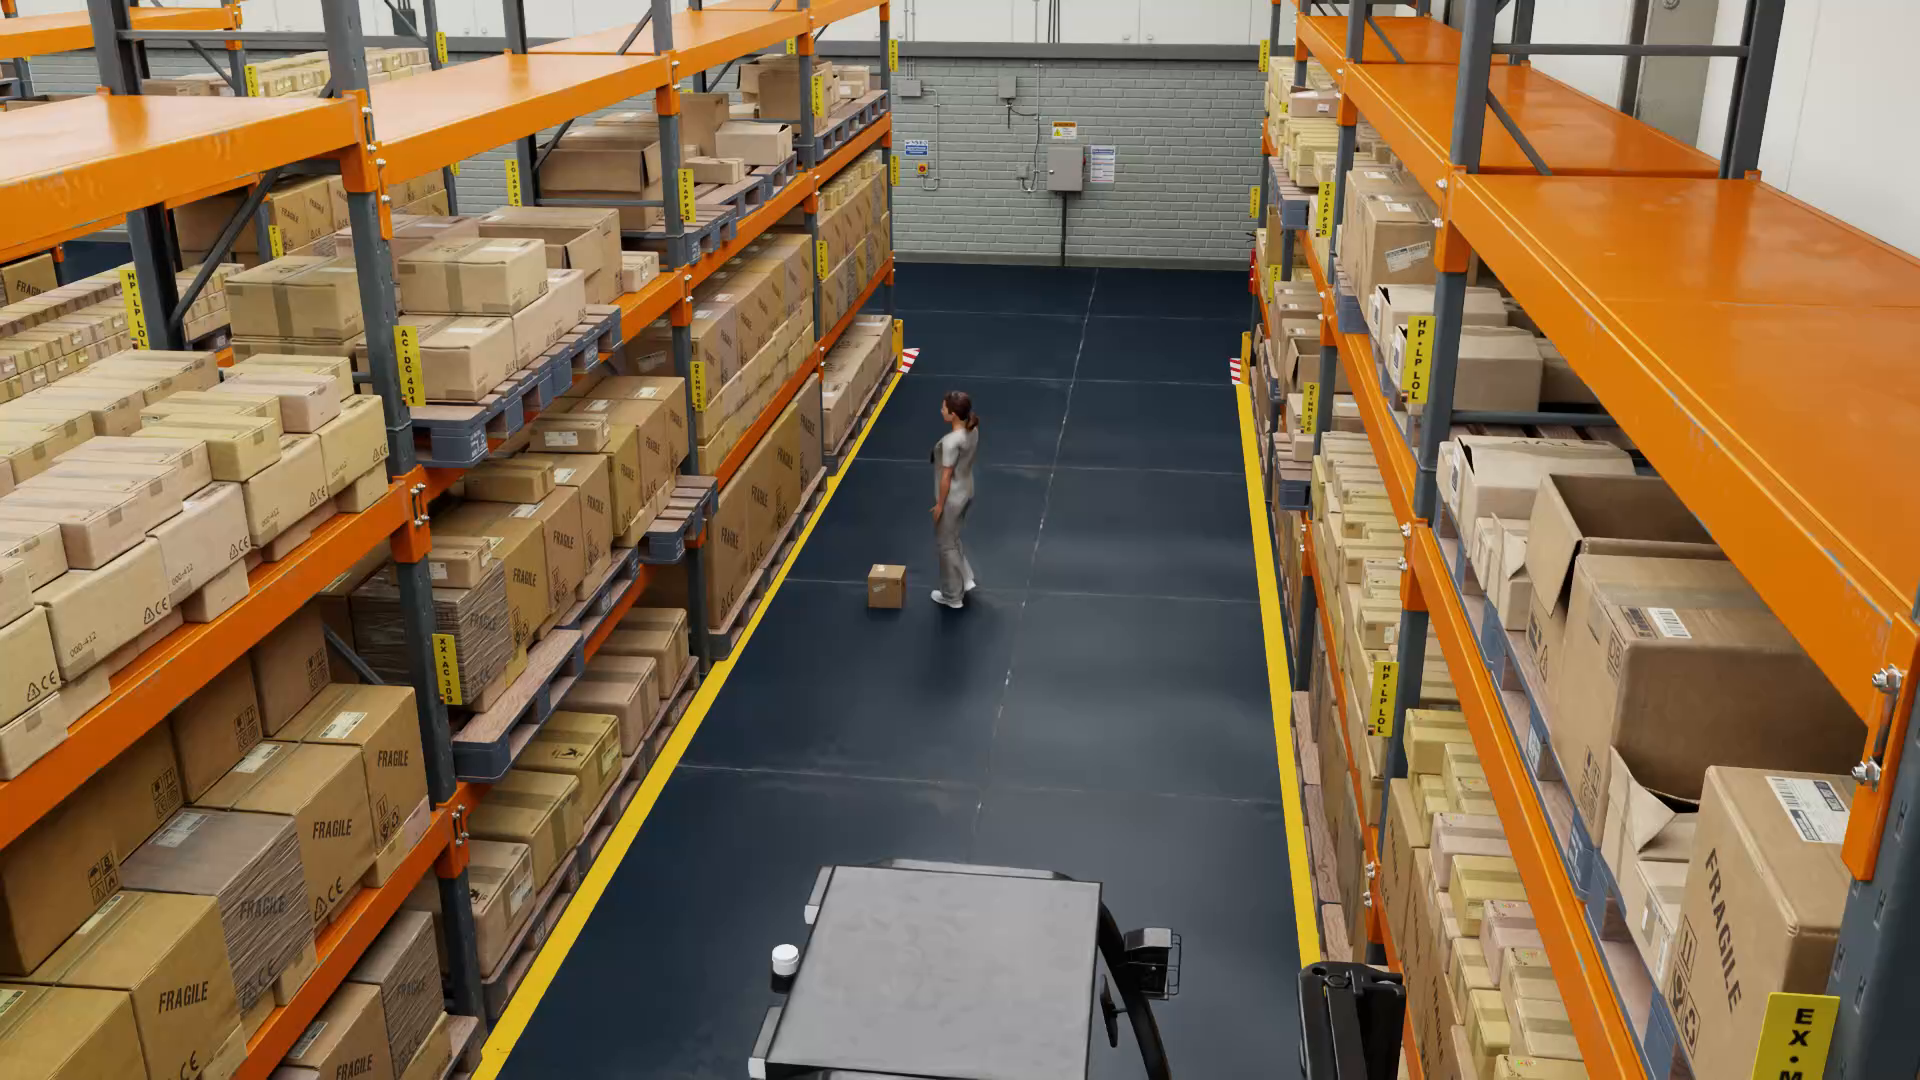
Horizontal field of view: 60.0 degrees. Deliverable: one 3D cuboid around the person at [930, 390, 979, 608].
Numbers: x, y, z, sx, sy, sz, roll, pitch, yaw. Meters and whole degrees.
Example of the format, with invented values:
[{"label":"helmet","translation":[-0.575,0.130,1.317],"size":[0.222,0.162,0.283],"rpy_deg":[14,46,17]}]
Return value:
[{"label":"person","translation":[-0.054,-0.287,12.239],"size":[0.433,1.698,0.465],"rpy_deg":[10,24,25]}]
